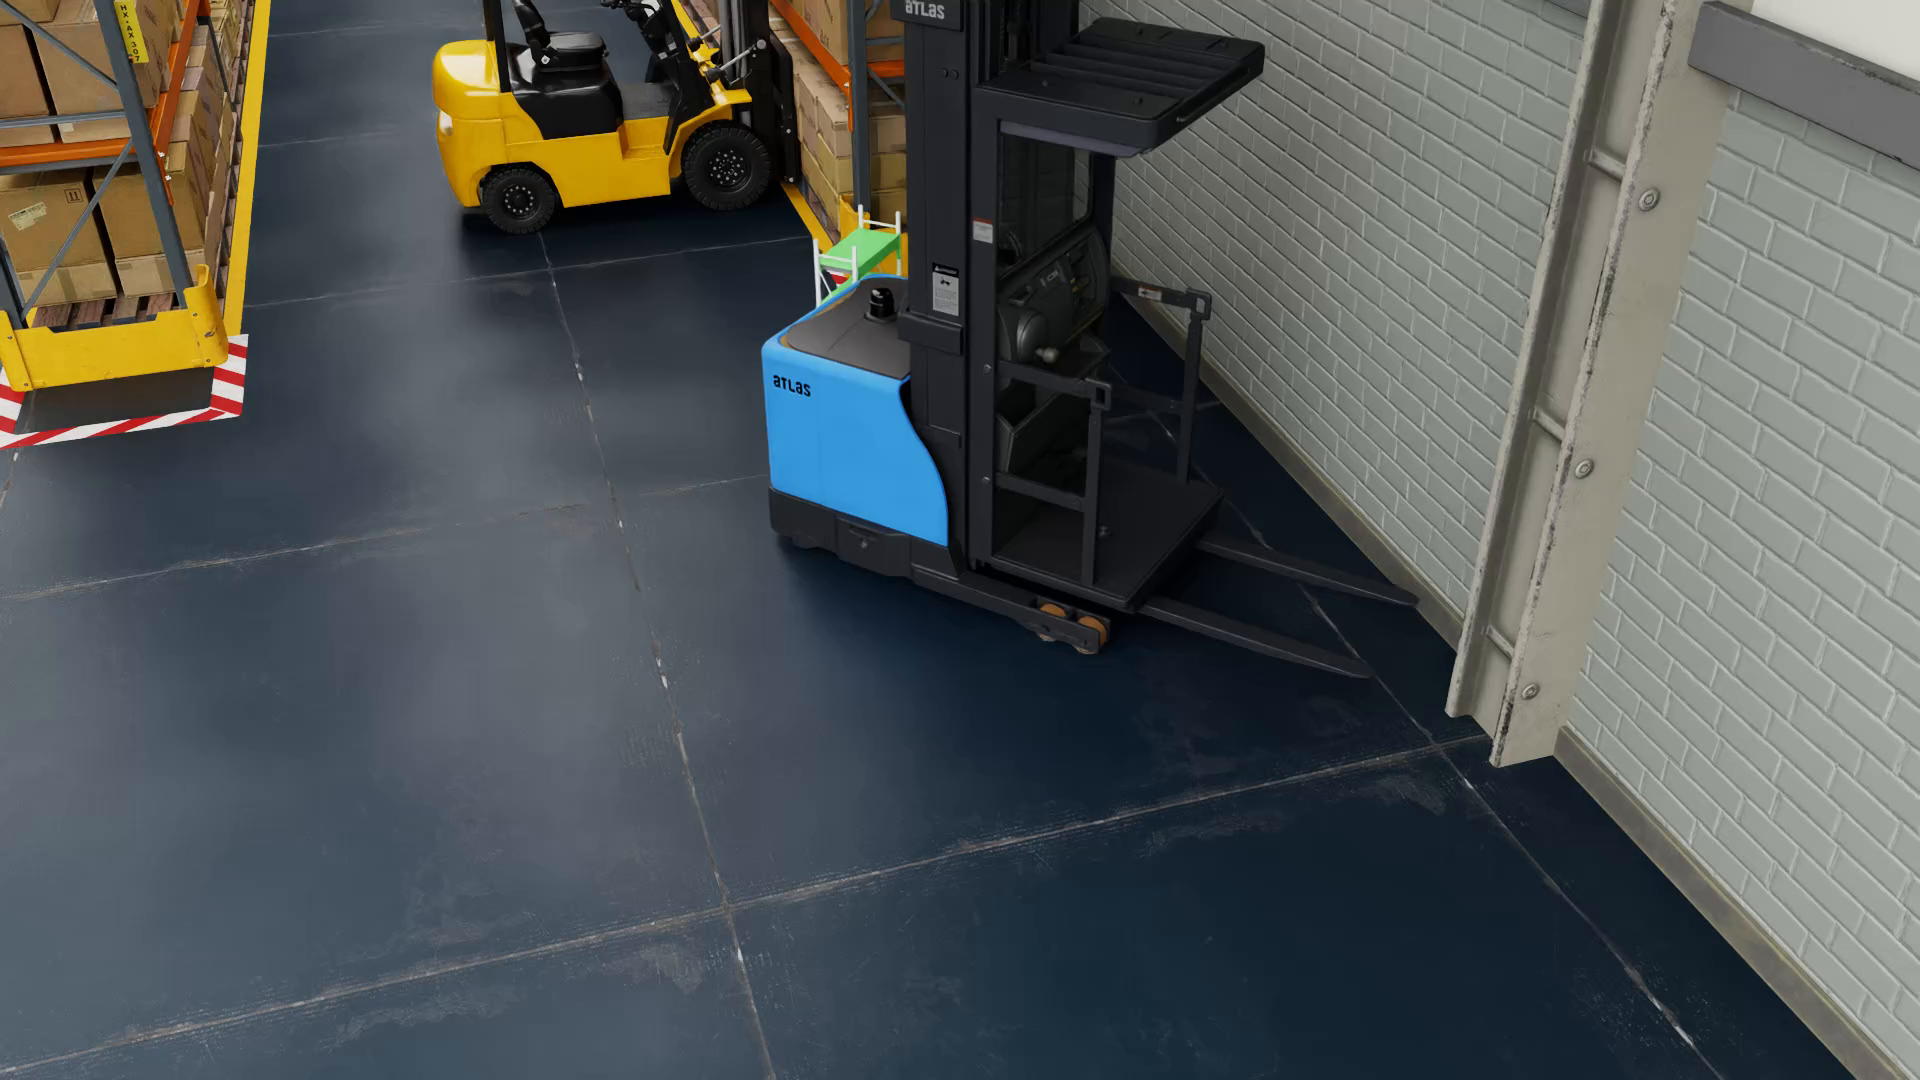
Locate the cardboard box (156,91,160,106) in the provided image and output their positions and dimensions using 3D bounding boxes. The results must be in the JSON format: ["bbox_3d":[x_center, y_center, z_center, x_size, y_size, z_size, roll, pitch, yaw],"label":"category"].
[{"bbox_3d":[-4.916,-2.633,9.741,0.380,0.149,0.250,-11,35,-16],"label":"cardboard box"}]

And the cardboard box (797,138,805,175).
[{"bbox_3d":[-0.920,-2.826,11.919,0.500,0.250,0.500,-10,35,-14],"label":"cardboard box"}]

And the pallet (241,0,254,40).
[{"bbox_3d":[-7.118,-4.867,15.425,1.003,0.211,1.213,-10,35,-15],"label":"pallet"}]

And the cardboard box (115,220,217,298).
[{"bbox_3d":[-4.898,-1.739,10.274,0.500,0.250,0.500,-10,35,-15],"label":"cardboard box"}]

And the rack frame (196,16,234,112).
[{"bbox_3d":[-6.135,-4.341,12.099,1.000,3.000,0.127,-10,35,-15],"label":"rack frame"}]

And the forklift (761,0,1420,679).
[{"bbox_3d":[0.591,-1.045,7.172,3.031,2.935,1.130,18,38,25],"label":"forklift"}]

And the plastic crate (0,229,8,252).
[{"bbox_3d":[-6.437,-2.161,11.448,0.402,0.080,0.583,-23,40,-31],"label":"plastic crate"}]

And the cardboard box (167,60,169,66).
[{"bbox_3d":[-5.060,-2.904,10.151,0.380,0.149,0.250,-9,35,-13],"label":"cardboard box"}]

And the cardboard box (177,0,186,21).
[{"bbox_3d":[-5.434,-3.586,11.184,0.380,0.149,0.250,-11,35,-15],"label":"cardboard box"}]

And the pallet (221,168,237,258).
[{"bbox_3d":[-5.521,-2.190,11.372,1.003,0.211,1.213,-10,35,-15],"label":"pallet"}]

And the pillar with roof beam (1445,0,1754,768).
[{"bbox_3d":[-1.813,-2.224,3.453,9.100,9.000,0.400,-10,35,-15],"label":"pillar with roof beam"}]

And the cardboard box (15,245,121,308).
[{"bbox_3d":[-5.425,-1.661,10.156,0.500,0.250,0.500,-10,35,-15],"label":"cardboard box"}]

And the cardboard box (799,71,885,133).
[{"bbox_3d":[-0.788,-2.979,11.244,0.500,0.250,0.500,-9,35,-14],"label":"cardboard box"}]

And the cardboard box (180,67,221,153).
[{"bbox_3d":[-5.385,-2.882,11.324,0.500,0.500,0.500,-8,34,-12],"label":"cardboard box"}]

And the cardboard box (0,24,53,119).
[{"bbox_3d":[-5.343,-2.646,9.172,0.500,0.500,0.500,-11,35,-16],"label":"cardboard box"}]

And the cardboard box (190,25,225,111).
[{"bbox_3d":[-5.699,-3.417,12.133,0.500,0.500,0.500,-10,35,-15],"label":"cardboard box"}]

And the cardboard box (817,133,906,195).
[{"bbox_3d":[-0.635,-2.517,10.999,0.500,0.250,0.500,-10,35,-15],"label":"cardboard box"}]

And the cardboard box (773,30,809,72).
[{"bbox_3d":[-1.099,-3.510,12.047,0.500,0.250,0.500,-11,35,-16],"label":"cardboard box"}]

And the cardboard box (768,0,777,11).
[{"bbox_3d":[-1.414,-4.046,12.859,0.500,0.250,0.500,-10,35,-15],"label":"cardboard box"}]

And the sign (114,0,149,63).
[{"bbox_3d":[-4.398,-2.694,8.820,0.100,0.325,0.005,-10,35,-15],"label":"sign"}]

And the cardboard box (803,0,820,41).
[{"bbox_3d":[-0.739,-3.608,10.898,0.500,0.500,0.500,-9,34,-13],"label":"cardboard box"}]

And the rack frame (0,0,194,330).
[{"bbox_3d":[-4.915,-2.241,8.921,1.000,3.000,0.127,-10,35,-15],"label":"rack frame"}]

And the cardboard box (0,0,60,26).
[{"bbox_3d":[-5.279,-3.056,8.886,0.700,0.500,0.500,-11,35,-16],"label":"cardboard box"}]

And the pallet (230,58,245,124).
[{"bbox_3d":[-6.374,-3.586,13.486,1.003,0.211,1.213,-10,35,-15],"label":"pallet"}]

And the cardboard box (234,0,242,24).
[{"bbox_3d":[-6.960,-4.836,14.850,0.950,0.372,0.625,-11,35,-16],"label":"cardboard box"}]

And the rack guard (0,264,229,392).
[{"bbox_3d":[-4.938,-1.238,9.670,1.175,0.500,0.348,-10,35,-15],"label":"rack guard"}]

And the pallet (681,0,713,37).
[{"bbox_3d":[-2.047,-5.036,15.680,1.003,0.211,1.213,-10,35,-15],"label":"pallet"}]

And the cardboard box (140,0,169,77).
[{"bbox_3d":[-4.956,-2.974,9.669,0.500,0.500,0.500,-9,35,-13],"label":"cardboard box"}]

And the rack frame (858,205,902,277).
[{"bbox_3d":[-0.422,-1.232,9.025,0.240,1.200,0.015,14,36,20],"label":"rack frame"}]

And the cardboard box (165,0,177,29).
[{"bbox_3d":[-5.276,-3.507,10.475,0.500,0.500,0.500,-11,35,-16],"label":"cardboard box"}]

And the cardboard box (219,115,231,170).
[{"bbox_3d":[-5.527,-2.826,11.919,0.500,0.250,0.500,-11,35,-16],"label":"cardboard box"}]

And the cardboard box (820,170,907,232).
[{"bbox_3d":[-0.633,-2.299,11.122,0.500,0.250,0.500,-10,35,-14],"label":"cardboard box"}]

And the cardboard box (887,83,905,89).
[{"bbox_3d":[-0.311,-3.069,11.380,0.500,0.250,0.500,-10,35,-15],"label":"cardboard box"}]

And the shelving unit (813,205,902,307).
[{"bbox_3d":[-0.524,-1.109,8.840,0.258,1.200,0.503,14,36,20],"label":"shelving unit"}]

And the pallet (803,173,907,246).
[{"bbox_3d":[-0.462,-2.309,11.553,1.003,0.211,1.213,-10,35,-15],"label":"pallet"}]

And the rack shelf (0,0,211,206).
[{"bbox_3d":[-5.525,-2.991,10.708,1.077,0.370,4.000,-10,35,-15],"label":"rack shelf"}]

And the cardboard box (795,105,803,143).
[{"bbox_3d":[-0.955,-3.050,11.805,0.500,0.250,0.500,-11,35,-16],"label":"cardboard box"}]

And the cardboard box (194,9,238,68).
[{"bbox_3d":[-6.520,-4.072,13.694,0.950,0.372,0.625,-8,34,-12],"label":"cardboard box"}]

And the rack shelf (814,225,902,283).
[{"bbox_3d":[-0.524,-1.457,8.611,0.258,0.148,0.480,14,36,20],"label":"rack shelf"}]

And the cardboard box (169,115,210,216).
[{"bbox_3d":[-5.069,-2.338,10.501,0.500,0.500,0.500,-11,35,-17],"label":"cardboard box"}]

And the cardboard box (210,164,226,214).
[{"bbox_3d":[-5.225,-2.293,11.112,0.500,0.250,0.500,-8,34,-12],"label":"cardboard box"}]

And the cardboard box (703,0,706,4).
[{"bbox_3d":[-2.040,-5.438,15.531,0.875,0.625,0.625,-11,35,-17],"label":"cardboard box"}]
